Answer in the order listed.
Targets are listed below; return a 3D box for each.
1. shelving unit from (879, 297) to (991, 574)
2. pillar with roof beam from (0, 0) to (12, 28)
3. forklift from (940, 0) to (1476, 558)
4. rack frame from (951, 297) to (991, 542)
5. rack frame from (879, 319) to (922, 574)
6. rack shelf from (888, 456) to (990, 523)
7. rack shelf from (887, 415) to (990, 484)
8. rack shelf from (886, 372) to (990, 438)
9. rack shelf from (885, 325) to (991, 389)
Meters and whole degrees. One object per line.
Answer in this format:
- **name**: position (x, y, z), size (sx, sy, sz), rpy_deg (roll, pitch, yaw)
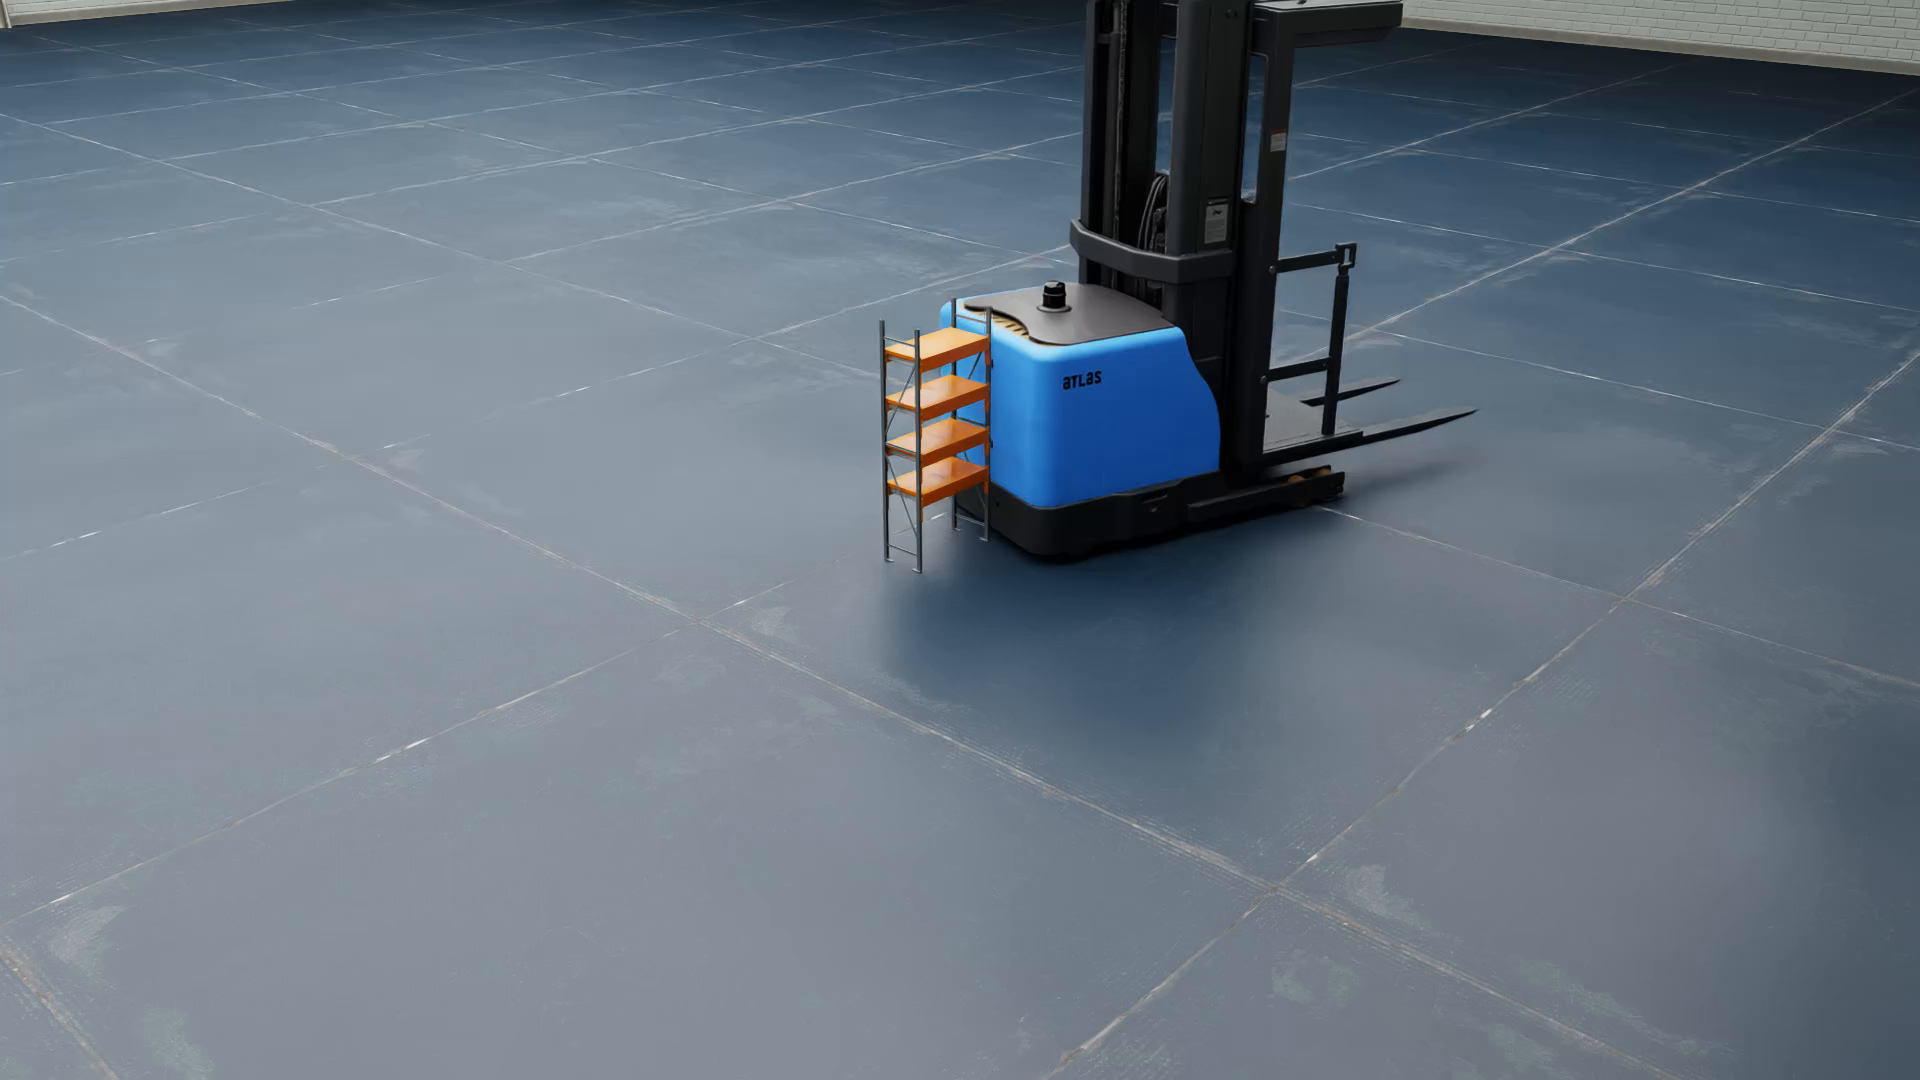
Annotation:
- **shelving unit**: position (-0.110, -0.497, 7.892), size (0.258, 1.200, 0.503), rpy_deg (20, 31, 38)
- **pillar with roof beam**: position (-12.072, -11.034, 21.861), size (9.100, 9.000, 0.400), rpy_deg (20, 31, 38)
- **forklift**: position (1.424, -1.676, 8.406), size (3.031, 2.935, 1.130), rpy_deg (-13, 27, -27)
- **rack frame**: position (0.052, -0.571, 8.058), size (0.240, 1.200, 0.015), rpy_deg (20, 31, 38)
- **rack frame**: position (-0.273, -0.423, 7.726), size (0.240, 1.200, 0.015), rpy_deg (20, 31, 38)
- **rack shelf**: position (-0.110, -0.254, 8.001), size (0.258, 0.148, 0.480), rpy_deg (20, 31, 38)
- **rack shelf**: position (-0.110, -0.436, 7.920), size (0.258, 0.148, 0.480), rpy_deg (20, 31, 38)
- **rack shelf**: position (-0.110, -0.640, 7.828), size (0.258, 0.148, 0.480), rpy_deg (20, 31, 38)
- **rack shelf**: position (-0.110, -0.856, 7.731), size (0.258, 0.148, 0.480), rpy_deg (20, 31, 38)
